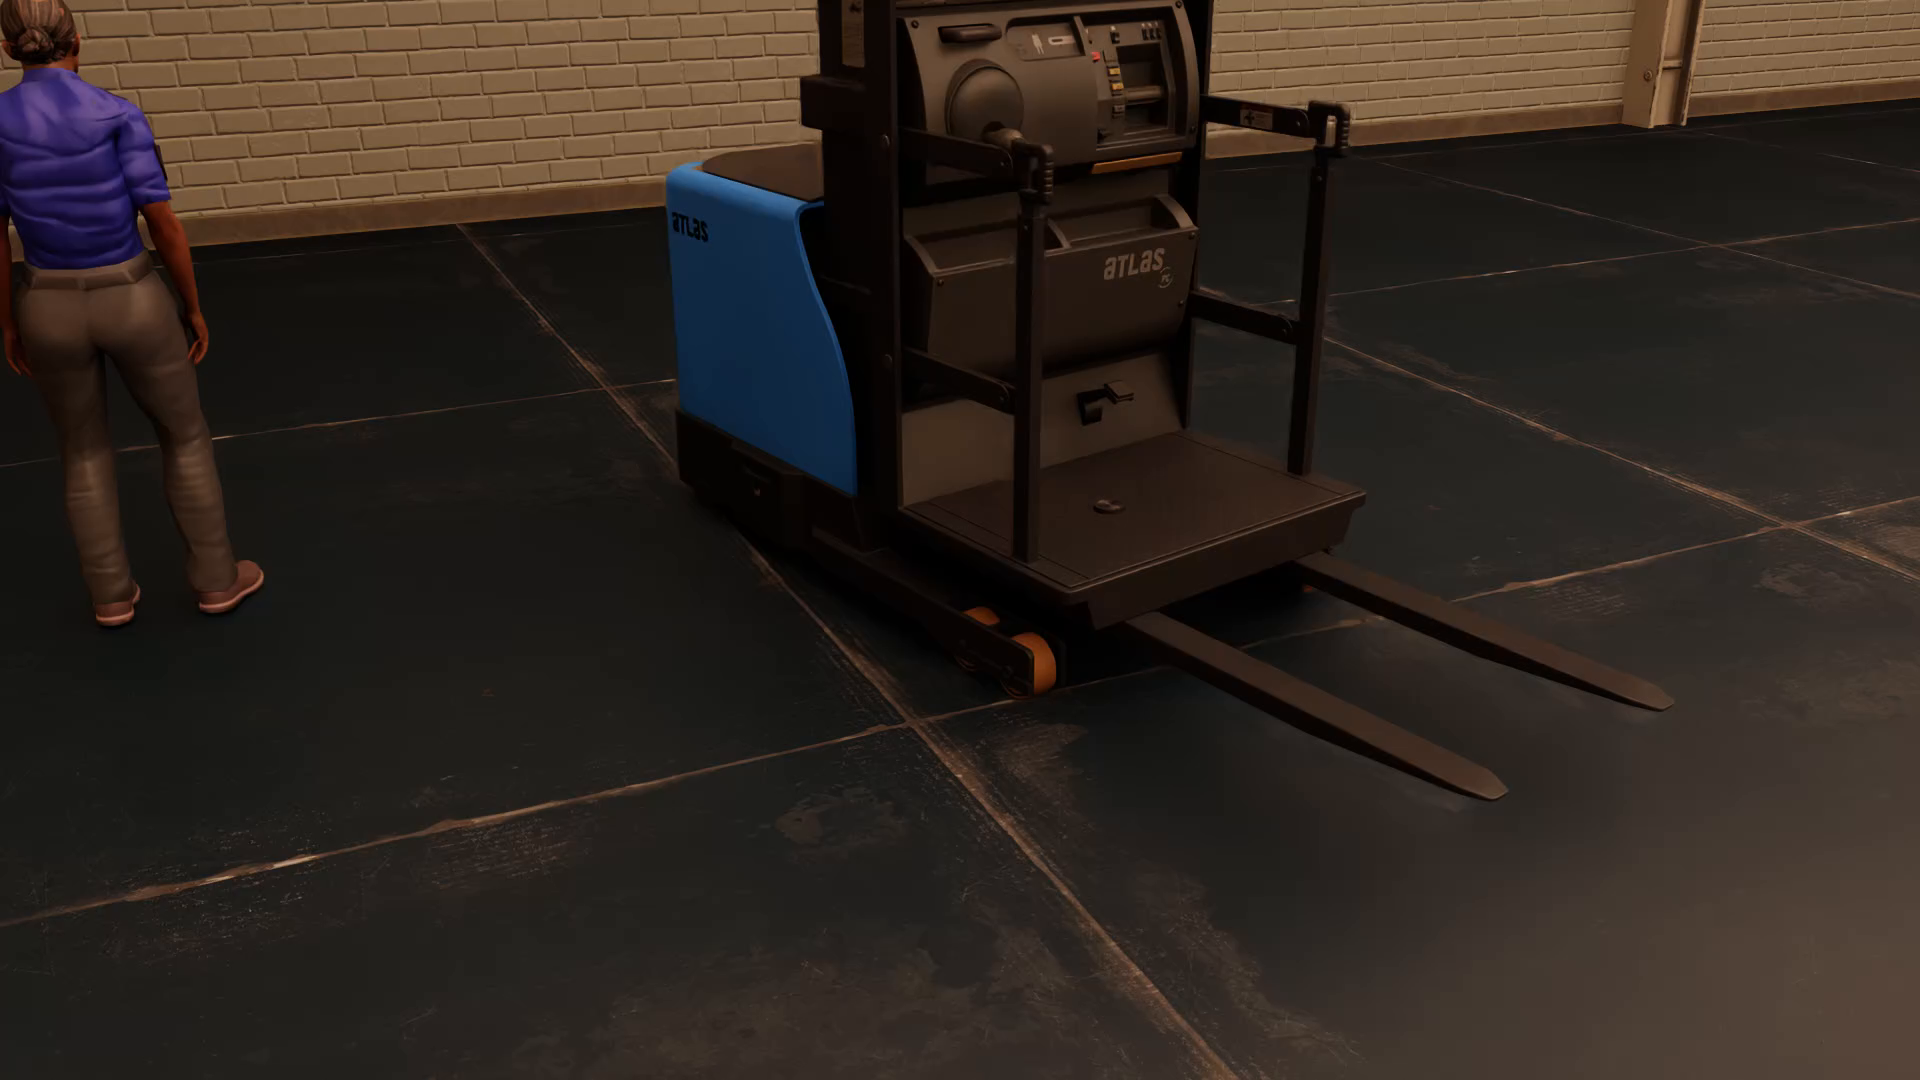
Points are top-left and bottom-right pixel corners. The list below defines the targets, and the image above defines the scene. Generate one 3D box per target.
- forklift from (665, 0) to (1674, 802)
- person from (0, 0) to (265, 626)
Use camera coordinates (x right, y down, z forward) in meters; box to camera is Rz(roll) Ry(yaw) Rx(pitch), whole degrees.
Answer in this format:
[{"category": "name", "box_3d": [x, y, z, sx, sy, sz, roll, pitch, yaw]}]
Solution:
[{"category": "forklift", "box_3d": [0.386, -1.170, 4.103, 1.130, 2.935, 3.031, -17, 28, -35]}, {"category": "person", "box_3d": [-2.229, -0.568, 4.341, 0.512, 1.638, 0.350, -6, 23, -15]}]
